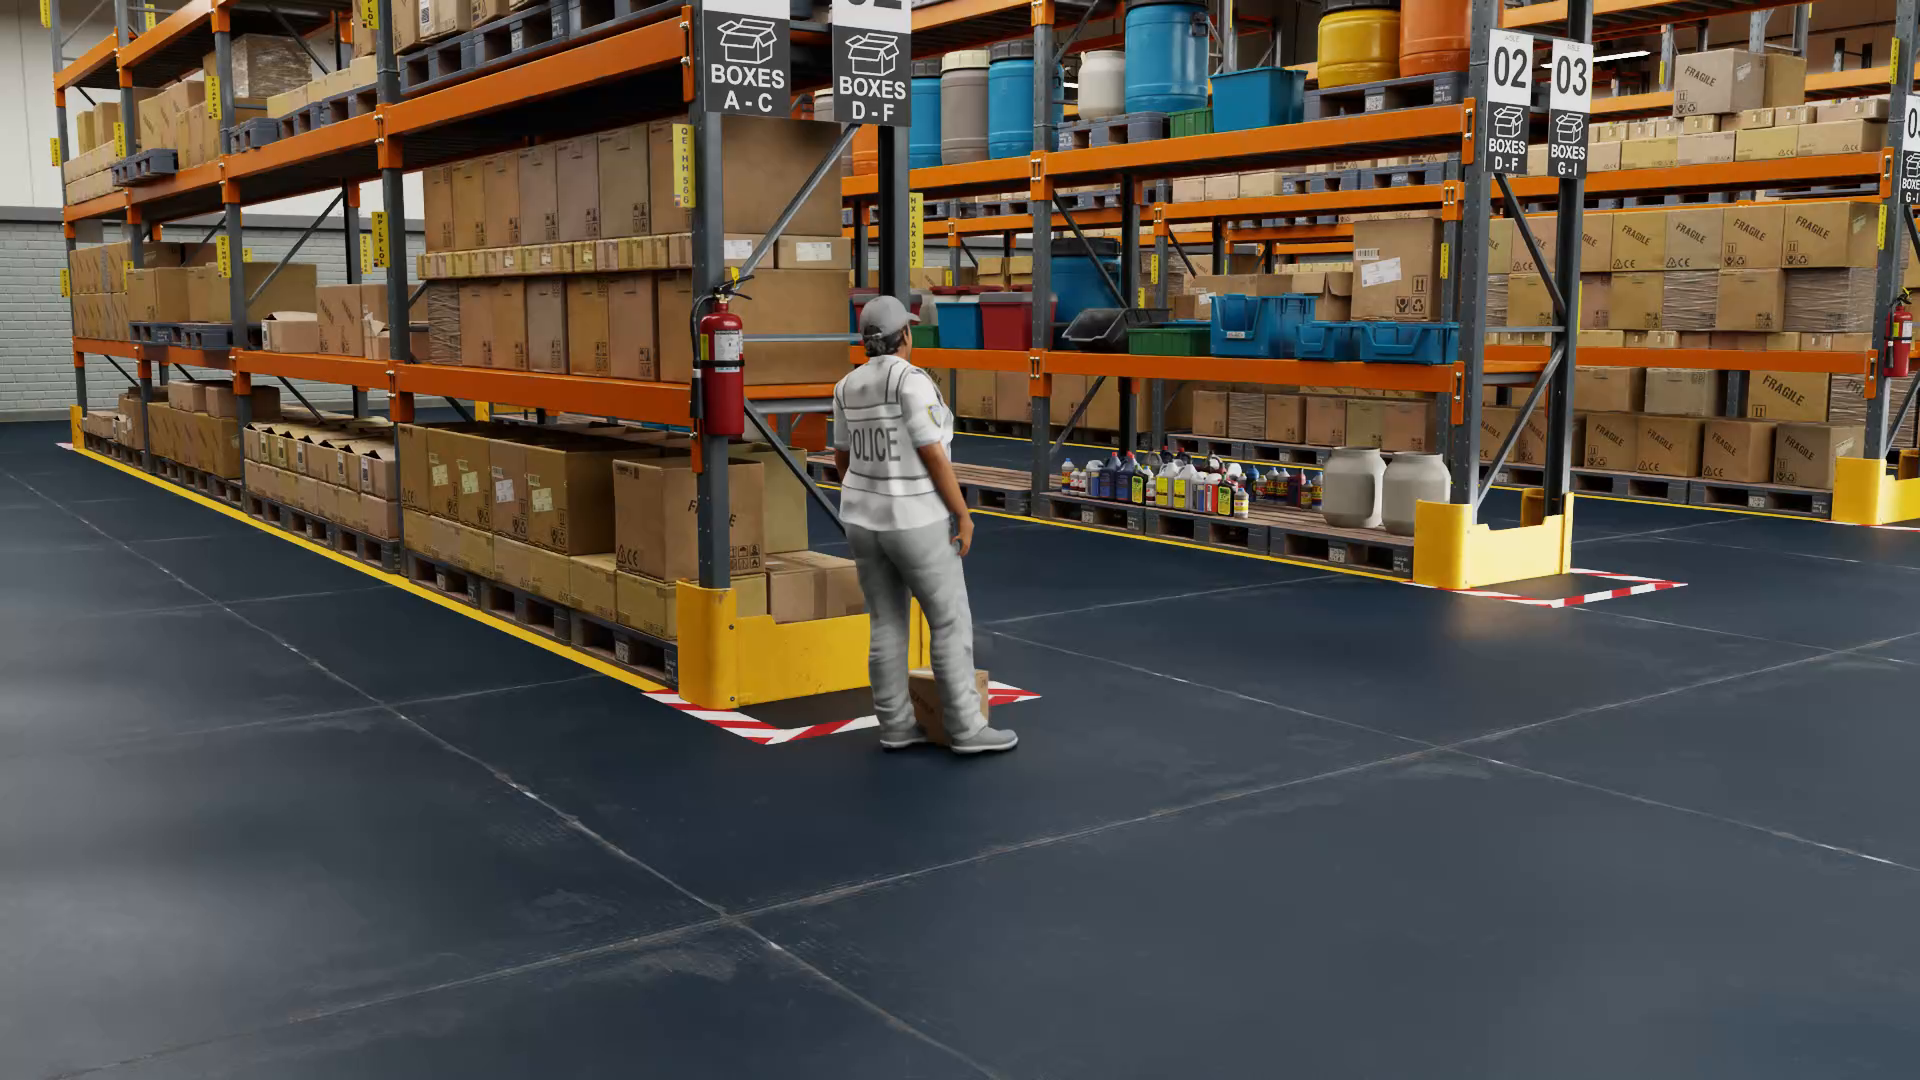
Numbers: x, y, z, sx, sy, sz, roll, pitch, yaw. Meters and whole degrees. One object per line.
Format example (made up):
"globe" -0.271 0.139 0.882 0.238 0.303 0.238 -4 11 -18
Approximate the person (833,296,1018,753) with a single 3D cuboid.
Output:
"person" -0.150 -0.055 6.123 0.593 1.669 0.529 7 10 40
